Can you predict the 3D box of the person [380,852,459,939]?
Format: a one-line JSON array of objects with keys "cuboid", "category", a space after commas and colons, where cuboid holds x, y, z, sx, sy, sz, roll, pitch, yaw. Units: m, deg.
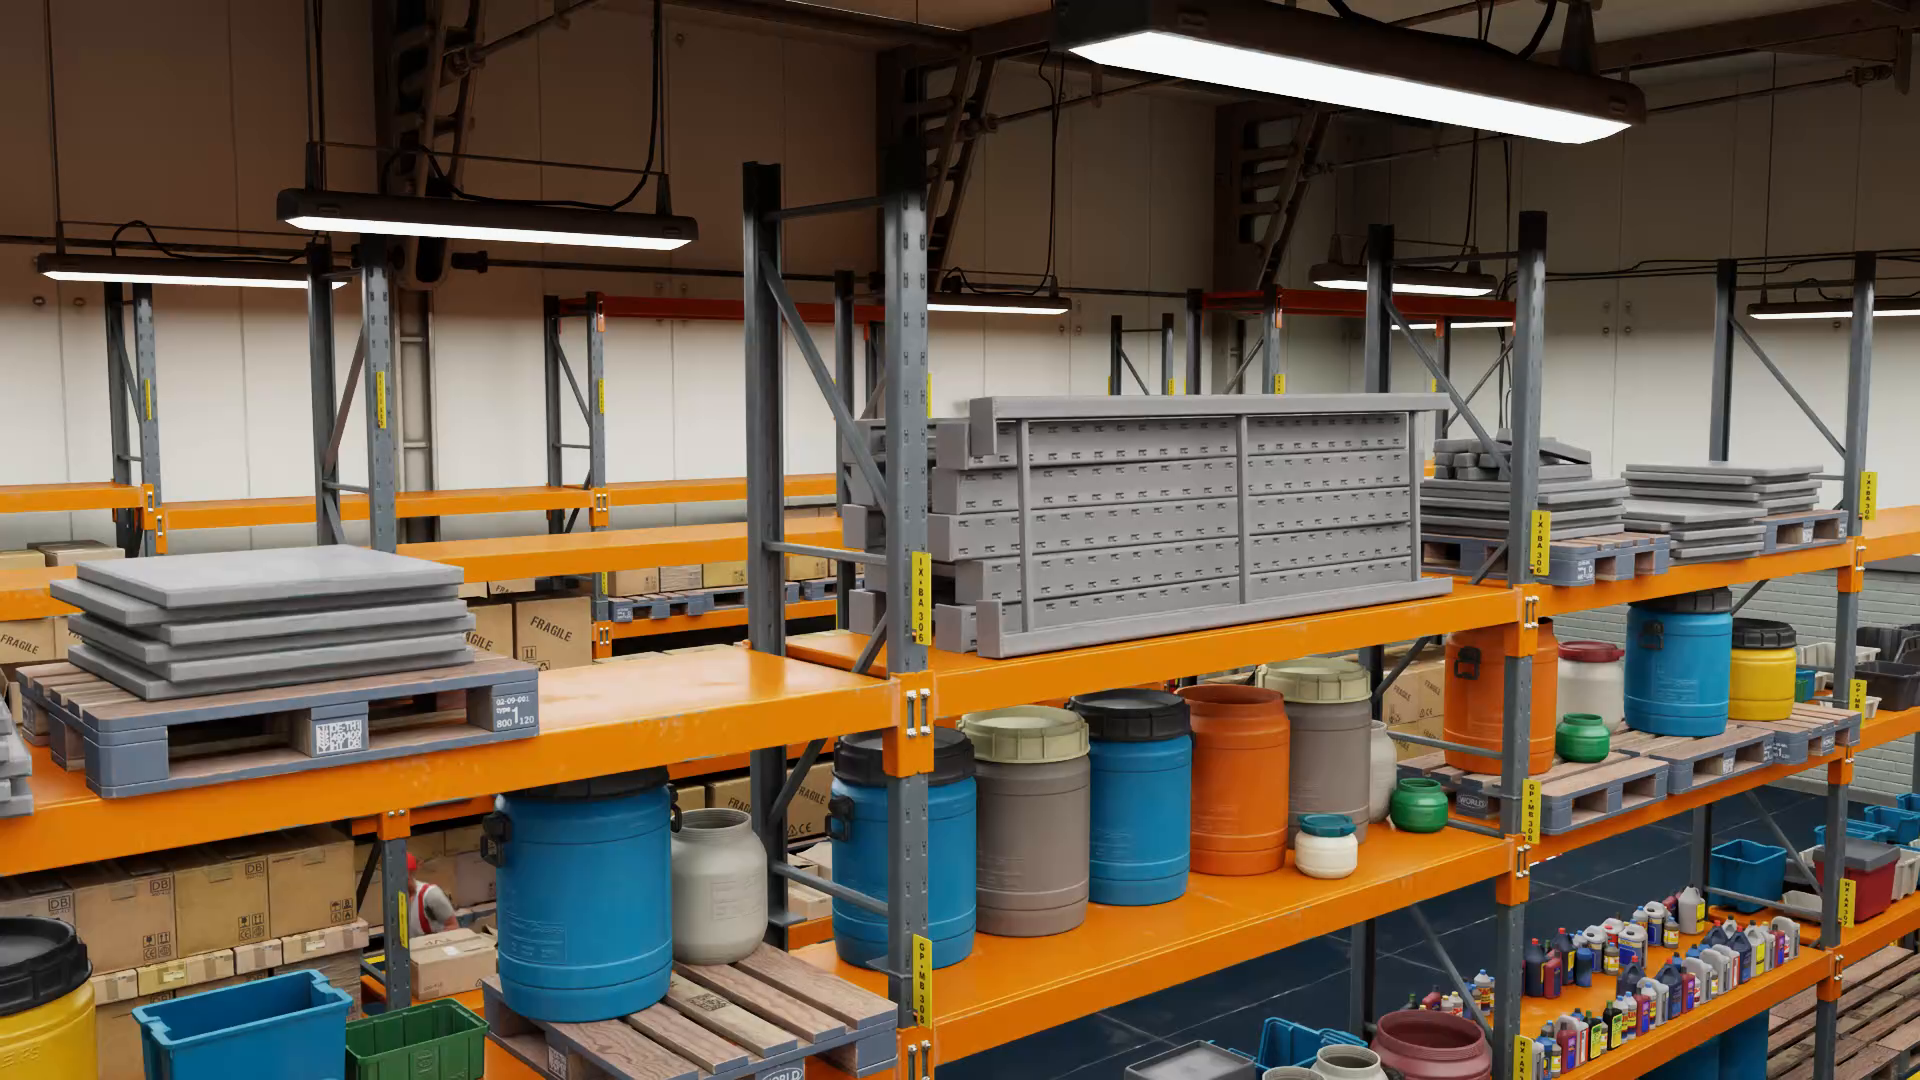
[{"cuboid": [-3.998, 3.144, 12.355, 0.699, 1.710, 0.732, 1, 6, 11], "category": "person"}]
